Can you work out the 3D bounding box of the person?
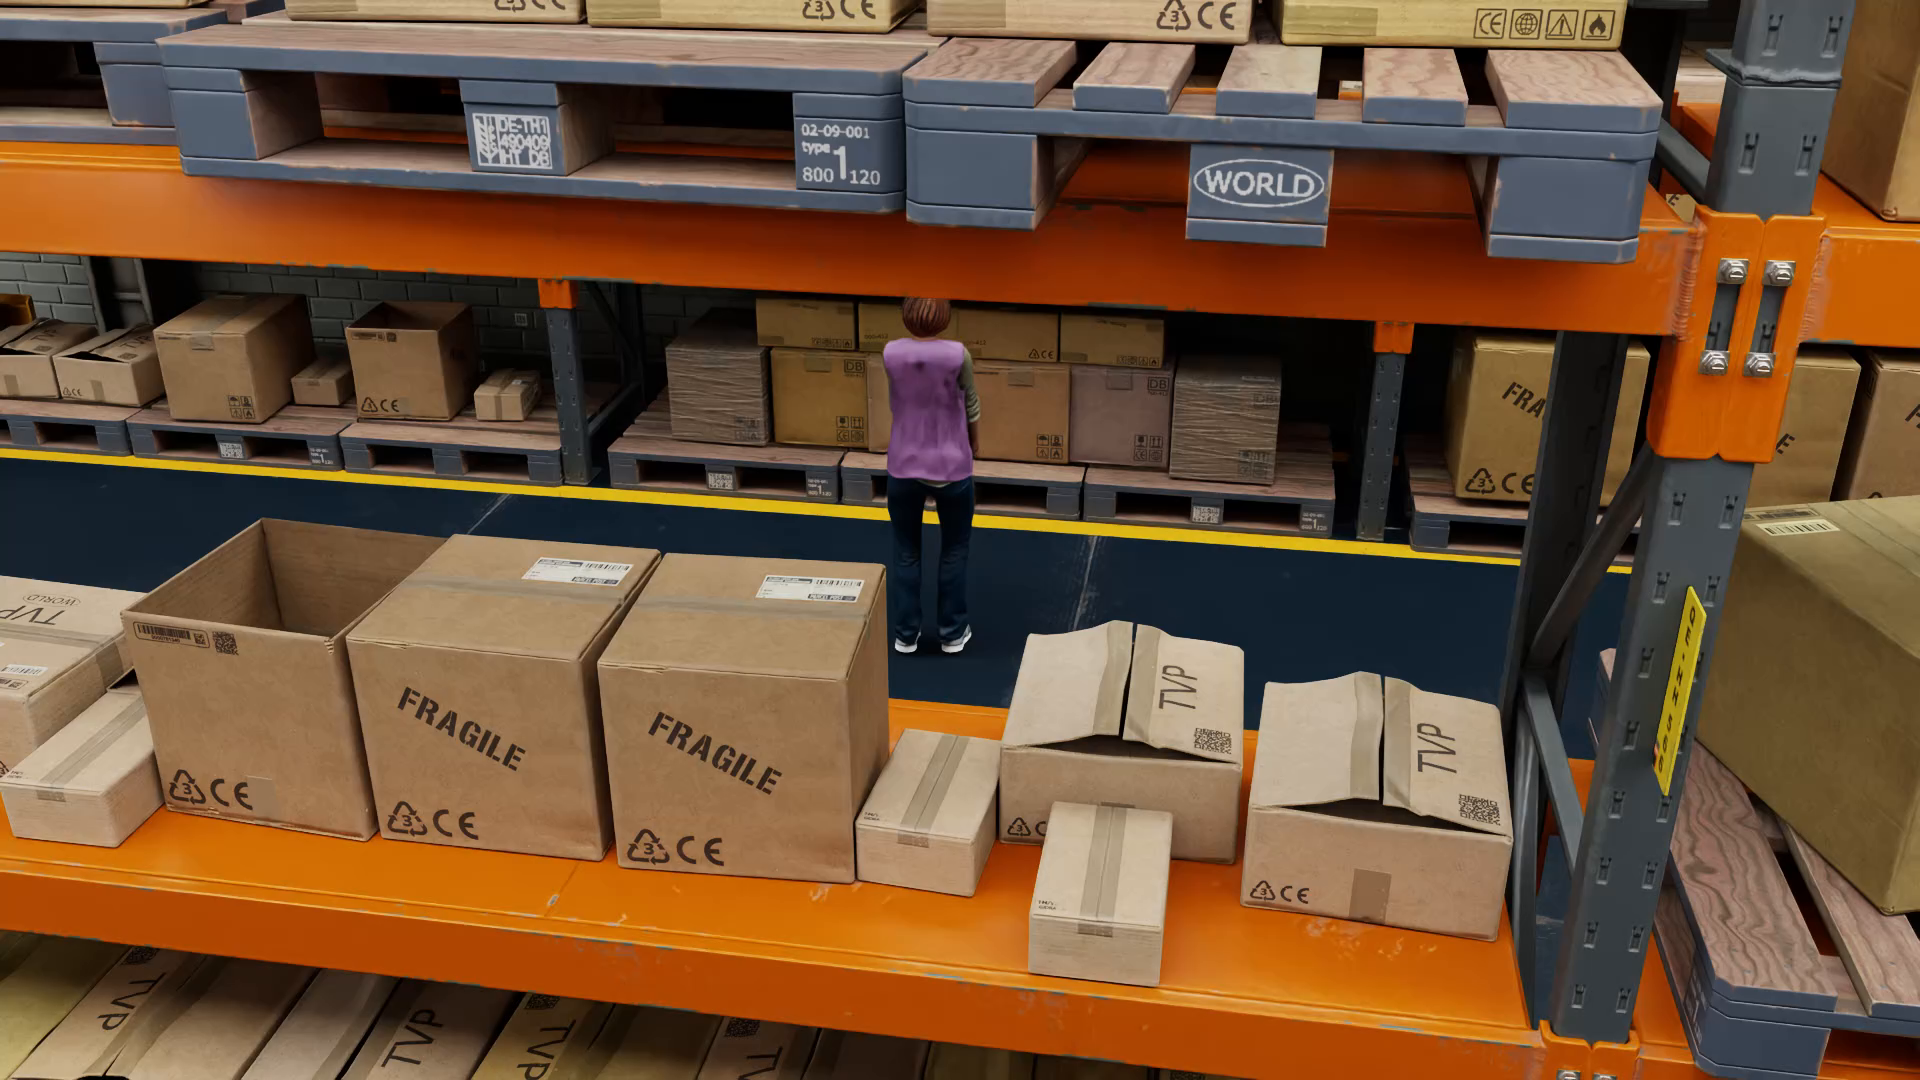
[{"bbox_3d":[-0.112,-0.302,6.765,0.375,1.598,0.503,4,26,8],"label":"person"}]
